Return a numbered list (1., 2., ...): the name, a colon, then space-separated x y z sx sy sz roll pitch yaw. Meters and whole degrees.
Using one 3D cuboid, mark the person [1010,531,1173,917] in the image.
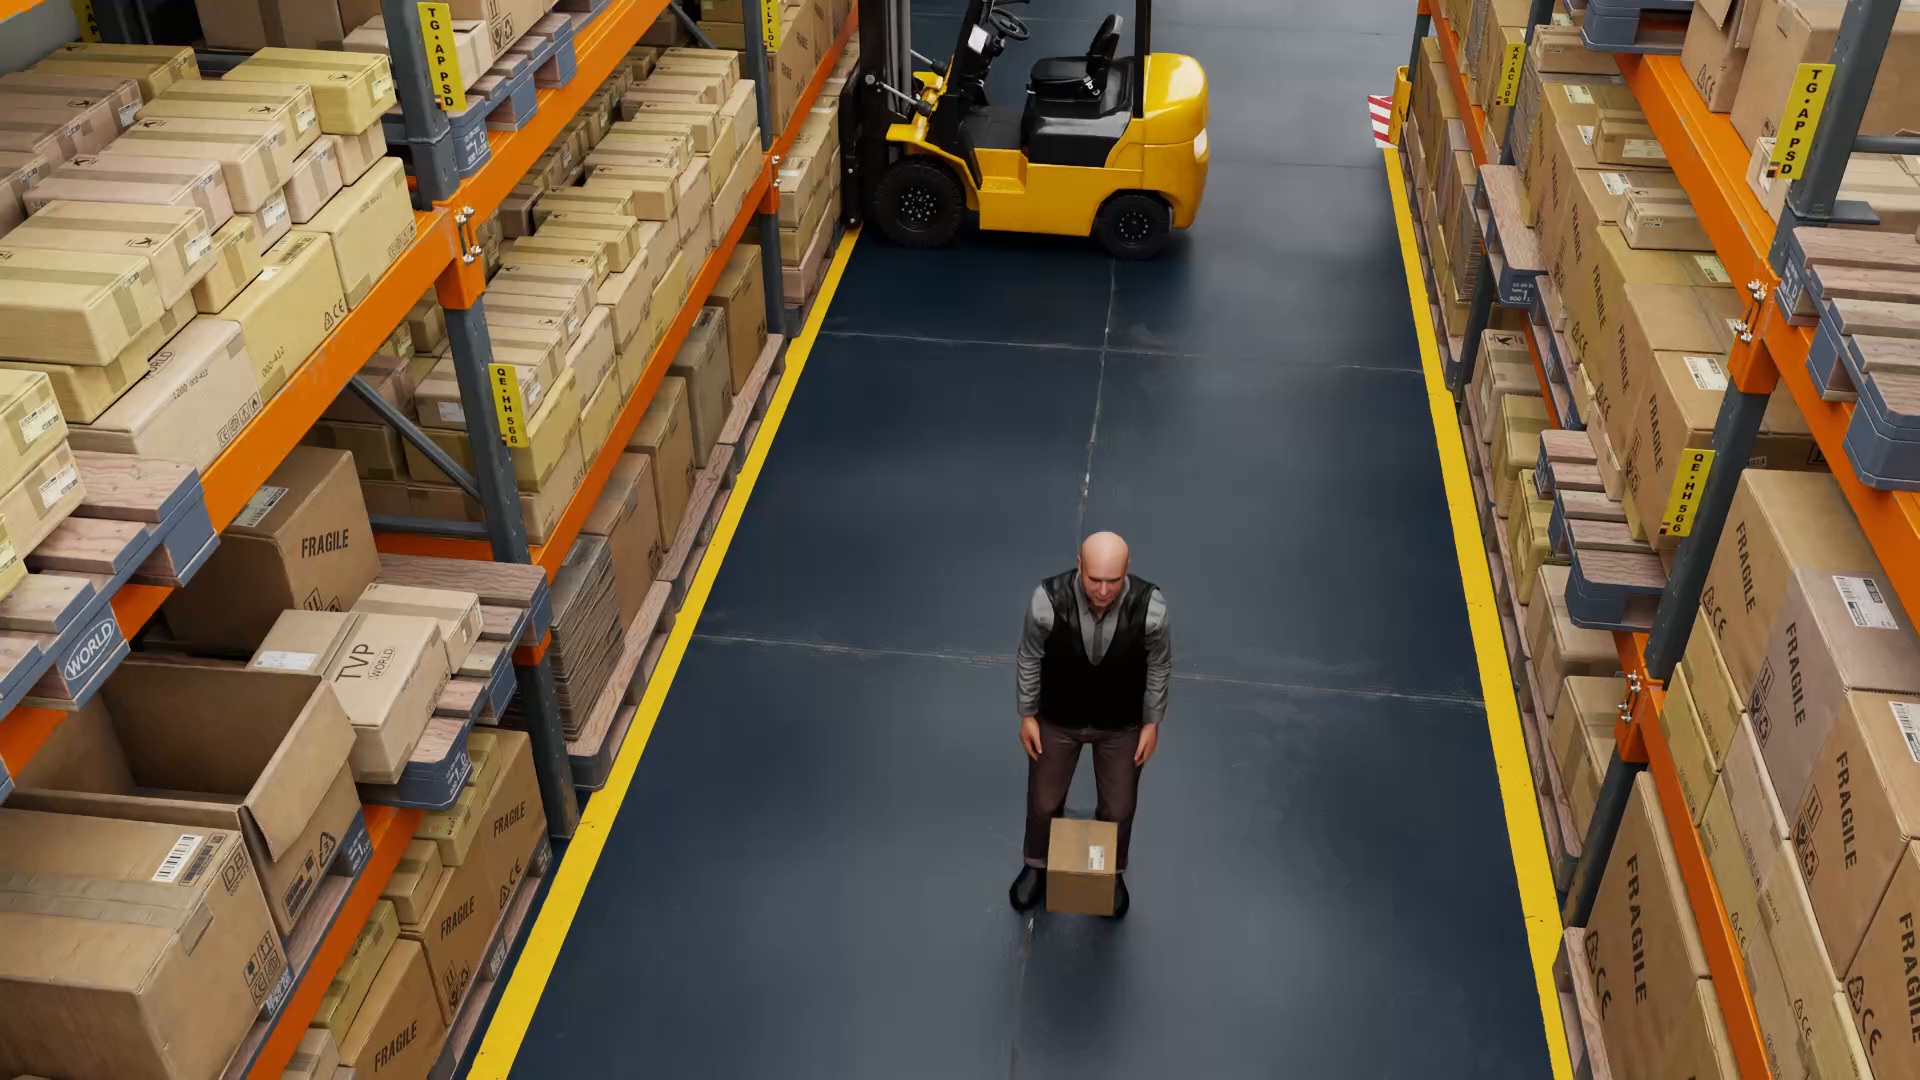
1. person: 0.484 0.654 6.155 0.565 1.723 0.423 3 36 5
